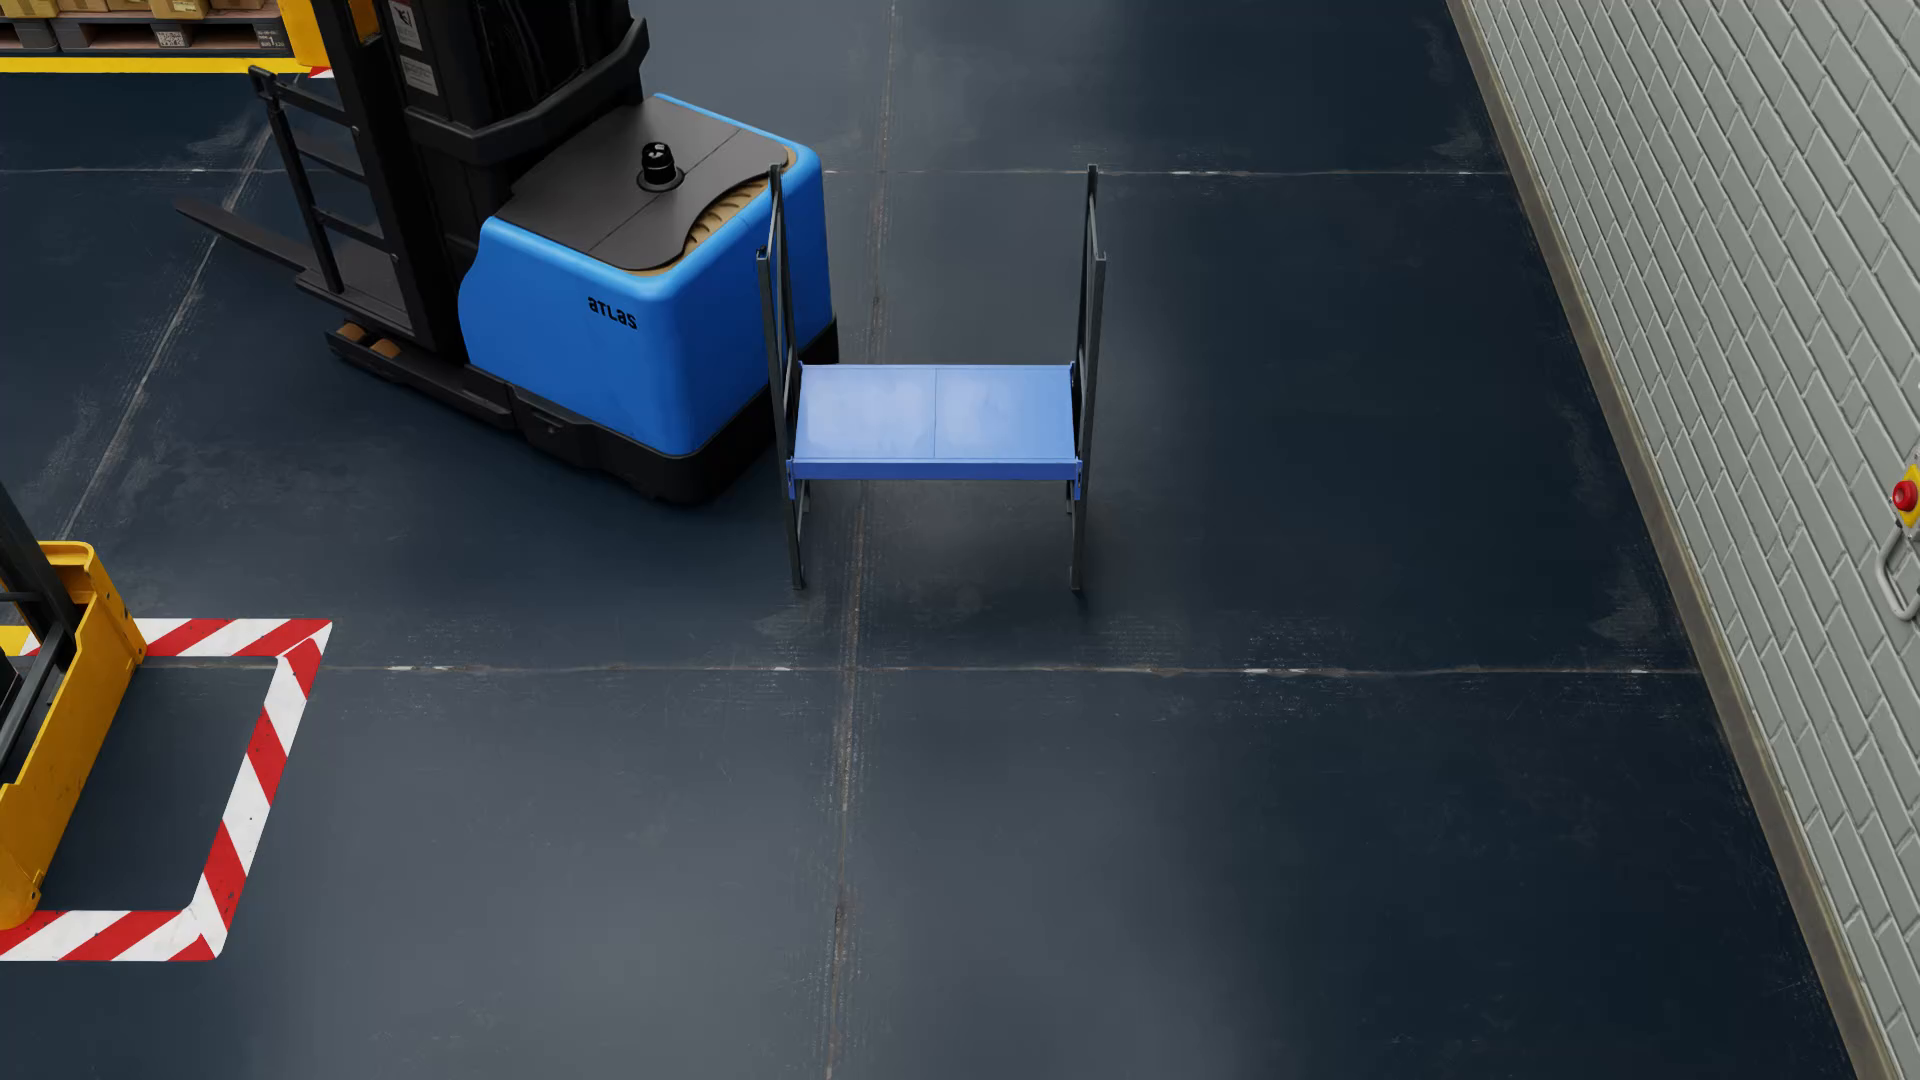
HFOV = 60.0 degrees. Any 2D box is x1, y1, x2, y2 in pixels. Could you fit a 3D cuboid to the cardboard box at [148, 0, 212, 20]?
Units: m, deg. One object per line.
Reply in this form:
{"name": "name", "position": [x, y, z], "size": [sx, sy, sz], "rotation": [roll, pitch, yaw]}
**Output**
{"name": "cardboard box", "position": [-3.943, -2.818, 8.485], "size": [0.250, 0.149, 0.380], "rotation": [1, 47, 1]}

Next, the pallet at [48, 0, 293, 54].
{"name": "pallet", "position": [-4.046, -2.949, 8.851], "size": [1.213, 0.211, 1.003], "rotation": [0, 47, 0]}

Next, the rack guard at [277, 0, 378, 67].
{"name": "rack guard", "position": [-3.234, -3.020, 8.719], "size": [0.348, 0.500, 1.175], "rotation": [0, 47, 0]}

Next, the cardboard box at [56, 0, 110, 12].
{"name": "cardboard box", "position": [-4.454, -2.873, 8.536], "size": [0.250, 0.149, 0.380], "rotation": [1, 47, 1]}

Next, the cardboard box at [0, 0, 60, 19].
{"name": "cardboard box", "position": [-4.709, -2.828, 8.494], "size": [0.250, 0.149, 0.380], "rotation": [-2, 47, -2]}

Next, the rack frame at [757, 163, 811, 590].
{"name": "rack frame", "position": [-0.594, -0.513, 5.703], "size": [0.032, 1.500, 0.500], "rotation": [0, 47, 0]}

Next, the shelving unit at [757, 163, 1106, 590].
{"name": "shelving unit", "position": [-0.085, -0.511, 5.701], "size": [1.048, 1.500, 0.538], "rotation": [0, 47, 0]}

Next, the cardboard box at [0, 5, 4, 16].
{"name": "cardboard box", "position": [-4.982, -2.843, 8.508], "size": [0.250, 0.149, 0.380], "rotation": [1, 47, 1]}

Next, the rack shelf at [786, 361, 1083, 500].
{"name": "rack shelf", "position": [-0.085, -0.389, 5.833], "size": [1.000, 0.185, 0.538], "rotation": [0, 47, 0]}

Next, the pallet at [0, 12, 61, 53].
{"name": "pallet", "position": [-5.263, -2.955, 8.856], "size": [1.213, 0.211, 1.003], "rotation": [0, 47, 0]}

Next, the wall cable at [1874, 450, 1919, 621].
{"name": "wall cable", "position": [2.563, -0.606, 4.049], "size": [0.123, 1.953, 0.585], "rotation": [0, 47, 0]}

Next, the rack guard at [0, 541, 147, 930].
{"name": "rack guard", "position": [-3.051, 0.604, 5.346], "size": [0.348, 0.500, 1.175], "rotation": [0, 47, 0]}

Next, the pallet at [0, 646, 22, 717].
{"name": "pallet", "position": [-3.875, 0.758, 5.401], "size": [1.213, 0.211, 1.003], "rotation": [0, 47, 0]}

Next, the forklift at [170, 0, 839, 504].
{"name": "forklift", "position": [-2.022, -1.964, 6.076], "size": [3.031, 2.935, 1.130], "rotation": [24, 52, 21]}

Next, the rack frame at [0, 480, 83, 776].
{"name": "rack frame", "position": [-3.075, -0.248, 4.431], "size": [0.127, 3.000, 1.000], "rotation": [0, 47, 0]}

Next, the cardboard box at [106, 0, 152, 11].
{"name": "cardboard box", "position": [-4.207, -2.882, 8.544], "size": [0.250, 0.149, 0.380], "rotation": [0, 47, 0]}

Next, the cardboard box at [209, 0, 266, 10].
{"name": "cardboard box", "position": [-3.685, -2.892, 8.553], "size": [0.250, 0.149, 0.380], "rotation": [1, 47, 1]}

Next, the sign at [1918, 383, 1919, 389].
{"name": "sign", "position": [2.625, -0.376, 4.367], "size": [0.001, 0.218, 0.327], "rotation": [0, 47, 0]}

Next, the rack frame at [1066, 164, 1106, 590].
{"name": "rack frame", "position": [0.423, -0.510, 5.700], "size": [0.032, 1.500, 0.500], "rotation": [0, 47, 0]}
